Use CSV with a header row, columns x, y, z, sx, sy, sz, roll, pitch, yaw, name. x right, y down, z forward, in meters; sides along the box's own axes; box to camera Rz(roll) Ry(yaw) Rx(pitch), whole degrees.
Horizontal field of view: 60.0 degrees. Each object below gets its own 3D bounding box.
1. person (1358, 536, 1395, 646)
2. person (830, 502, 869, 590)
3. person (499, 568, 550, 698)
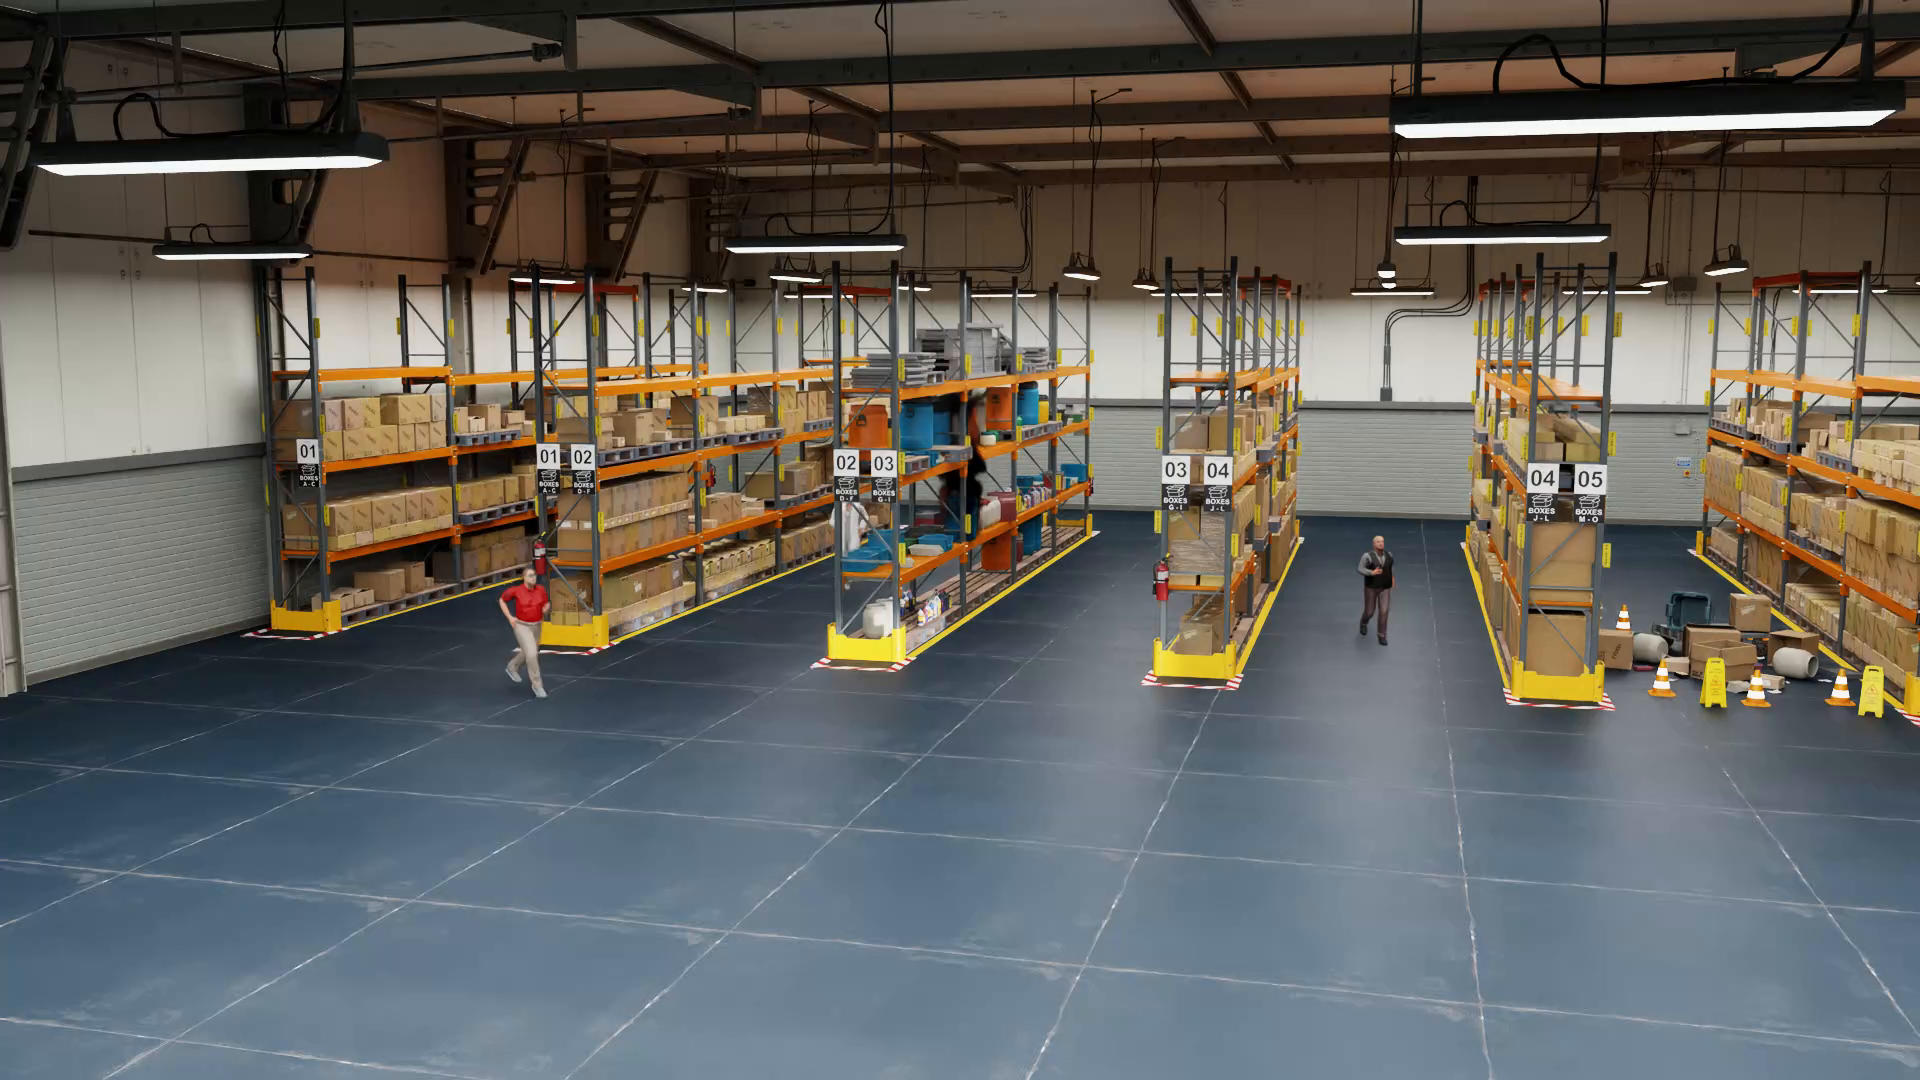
x,y,z,sx,sy,sz,roll,pitch,yaw,name
6.643,0.777,26.516,0.675,1.709,0.907,-1,7,-5,person
-2.037,-0.023,30.527,0.712,1.778,0.918,0,7,2,person
-5.980,1.270,22.982,1.005,1.799,0.626,5,9,35,person
